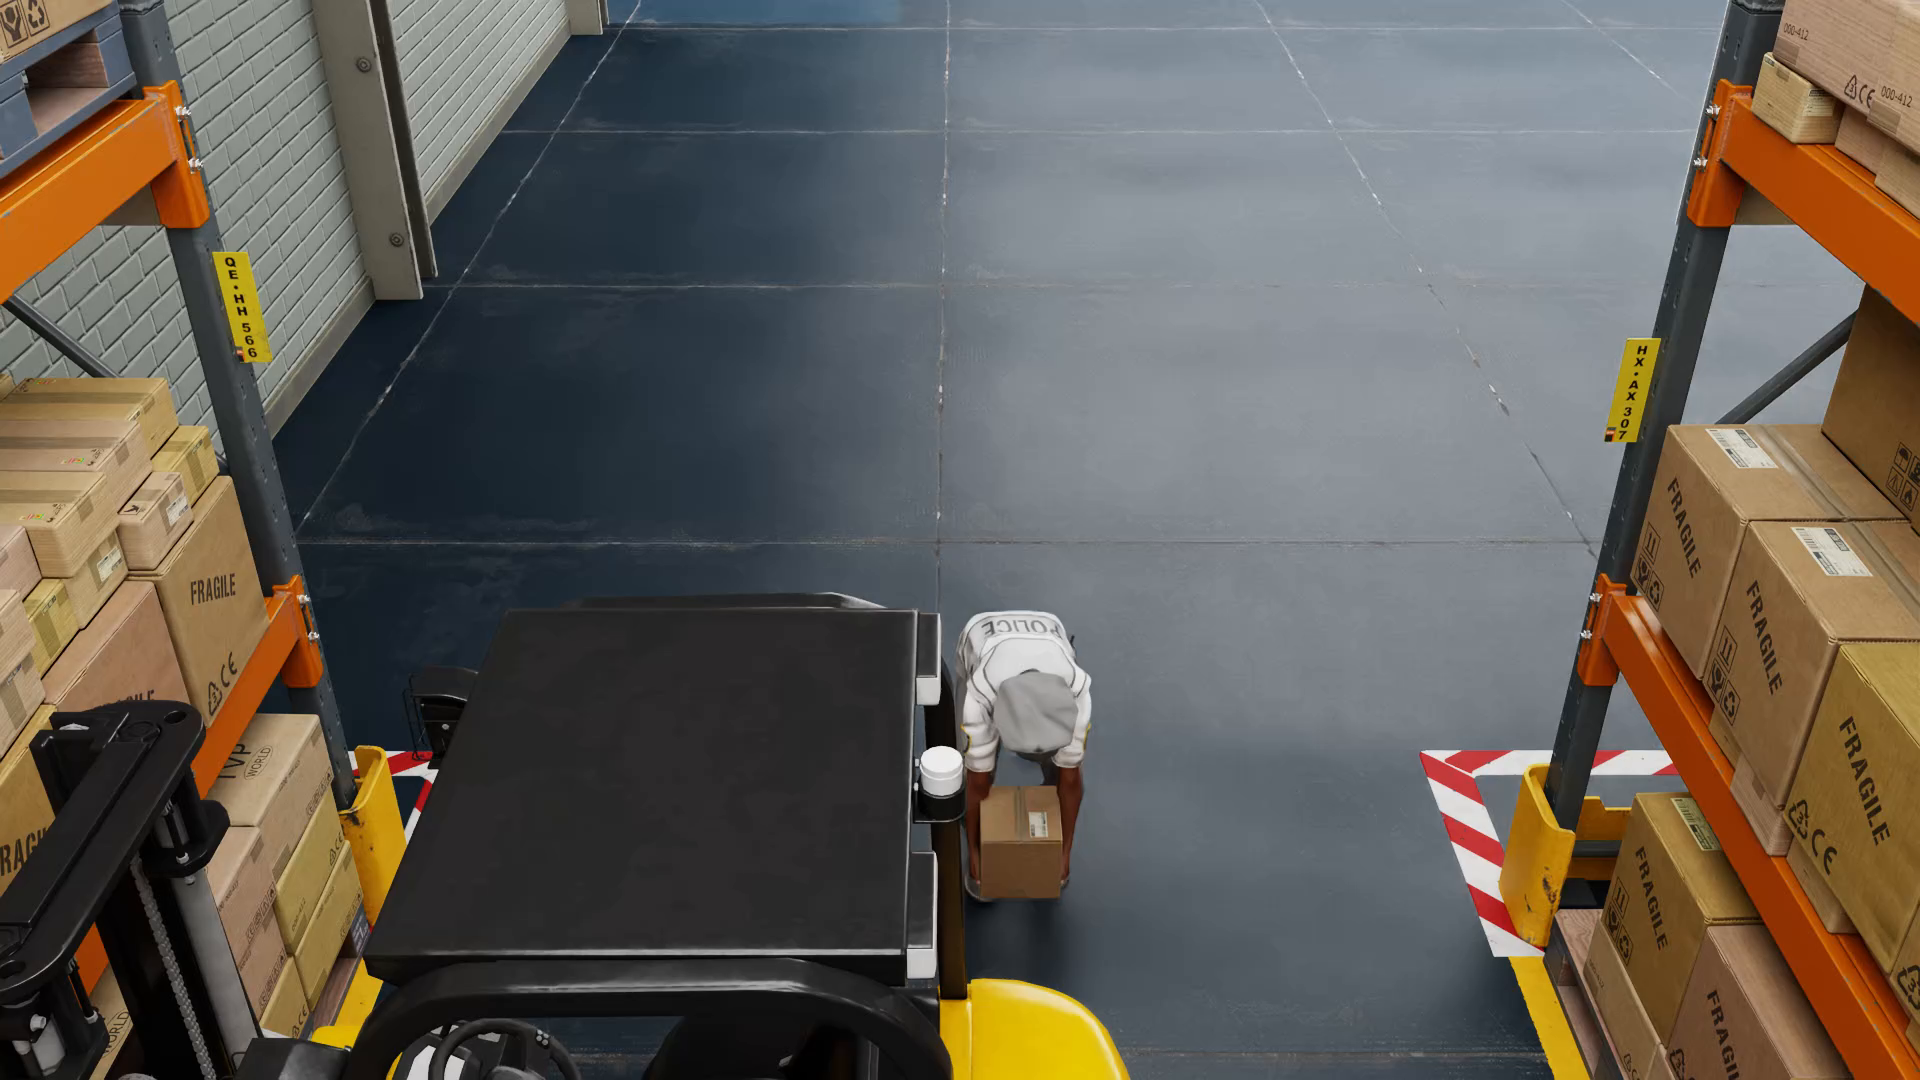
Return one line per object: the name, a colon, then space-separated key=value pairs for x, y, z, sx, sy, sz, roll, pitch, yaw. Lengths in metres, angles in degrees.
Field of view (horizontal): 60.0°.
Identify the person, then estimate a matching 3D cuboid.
person: x=0.198 y=0.609 z=5.350 sx=0.411 sy=1.460 sz=0.773 roll=-1 pitch=32 yaw=-1
